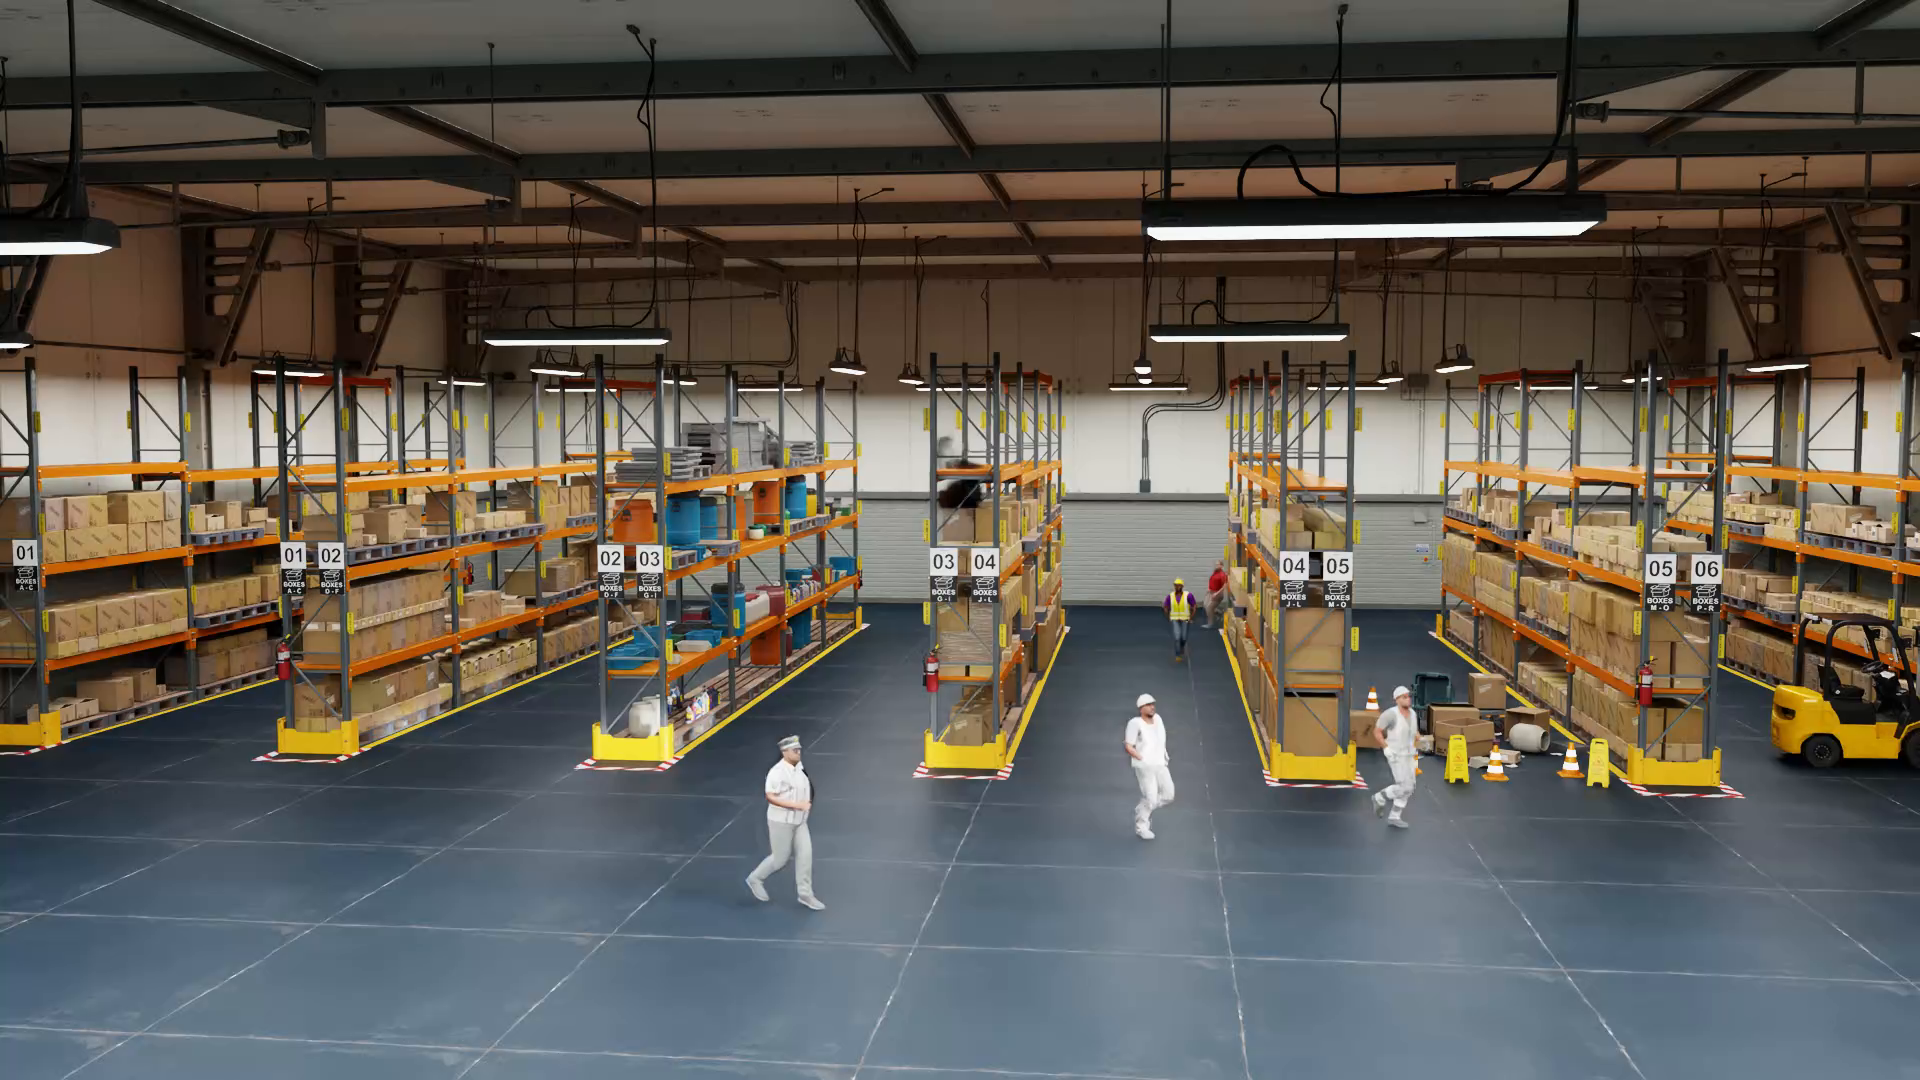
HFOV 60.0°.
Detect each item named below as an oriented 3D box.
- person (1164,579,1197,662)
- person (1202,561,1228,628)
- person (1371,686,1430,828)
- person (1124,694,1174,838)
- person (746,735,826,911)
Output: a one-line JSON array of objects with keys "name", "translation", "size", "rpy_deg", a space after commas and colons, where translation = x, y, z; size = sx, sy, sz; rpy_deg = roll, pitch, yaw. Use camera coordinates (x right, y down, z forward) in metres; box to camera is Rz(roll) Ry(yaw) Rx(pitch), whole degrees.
[{"name": "person", "translation": [4.613, 1.679, 34.888], "size": [0.693, 1.732, 0.561], "rpy_deg": [1, 4, 12]}, {"name": "person", "translation": [6.238, 1.326, 40.340], "size": [0.562, 1.650, 0.697], "rpy_deg": [-2, 4, -22]}, {"name": "person", "translation": [5.471, 2.676, 20.597], "size": [0.643, 1.751, 0.628], "rpy_deg": [-3, 5, -34]}, {"name": "person", "translation": [2.296, 2.719, 20.025], "size": [0.689, 1.739, 0.530], "rpy_deg": [-4, 5, -41]}, {"name": "person", "translation": [-1.795, 2.903, 17.198], "size": [0.867, 1.806, 0.686], "rpy_deg": [2, 5, 28]}]
